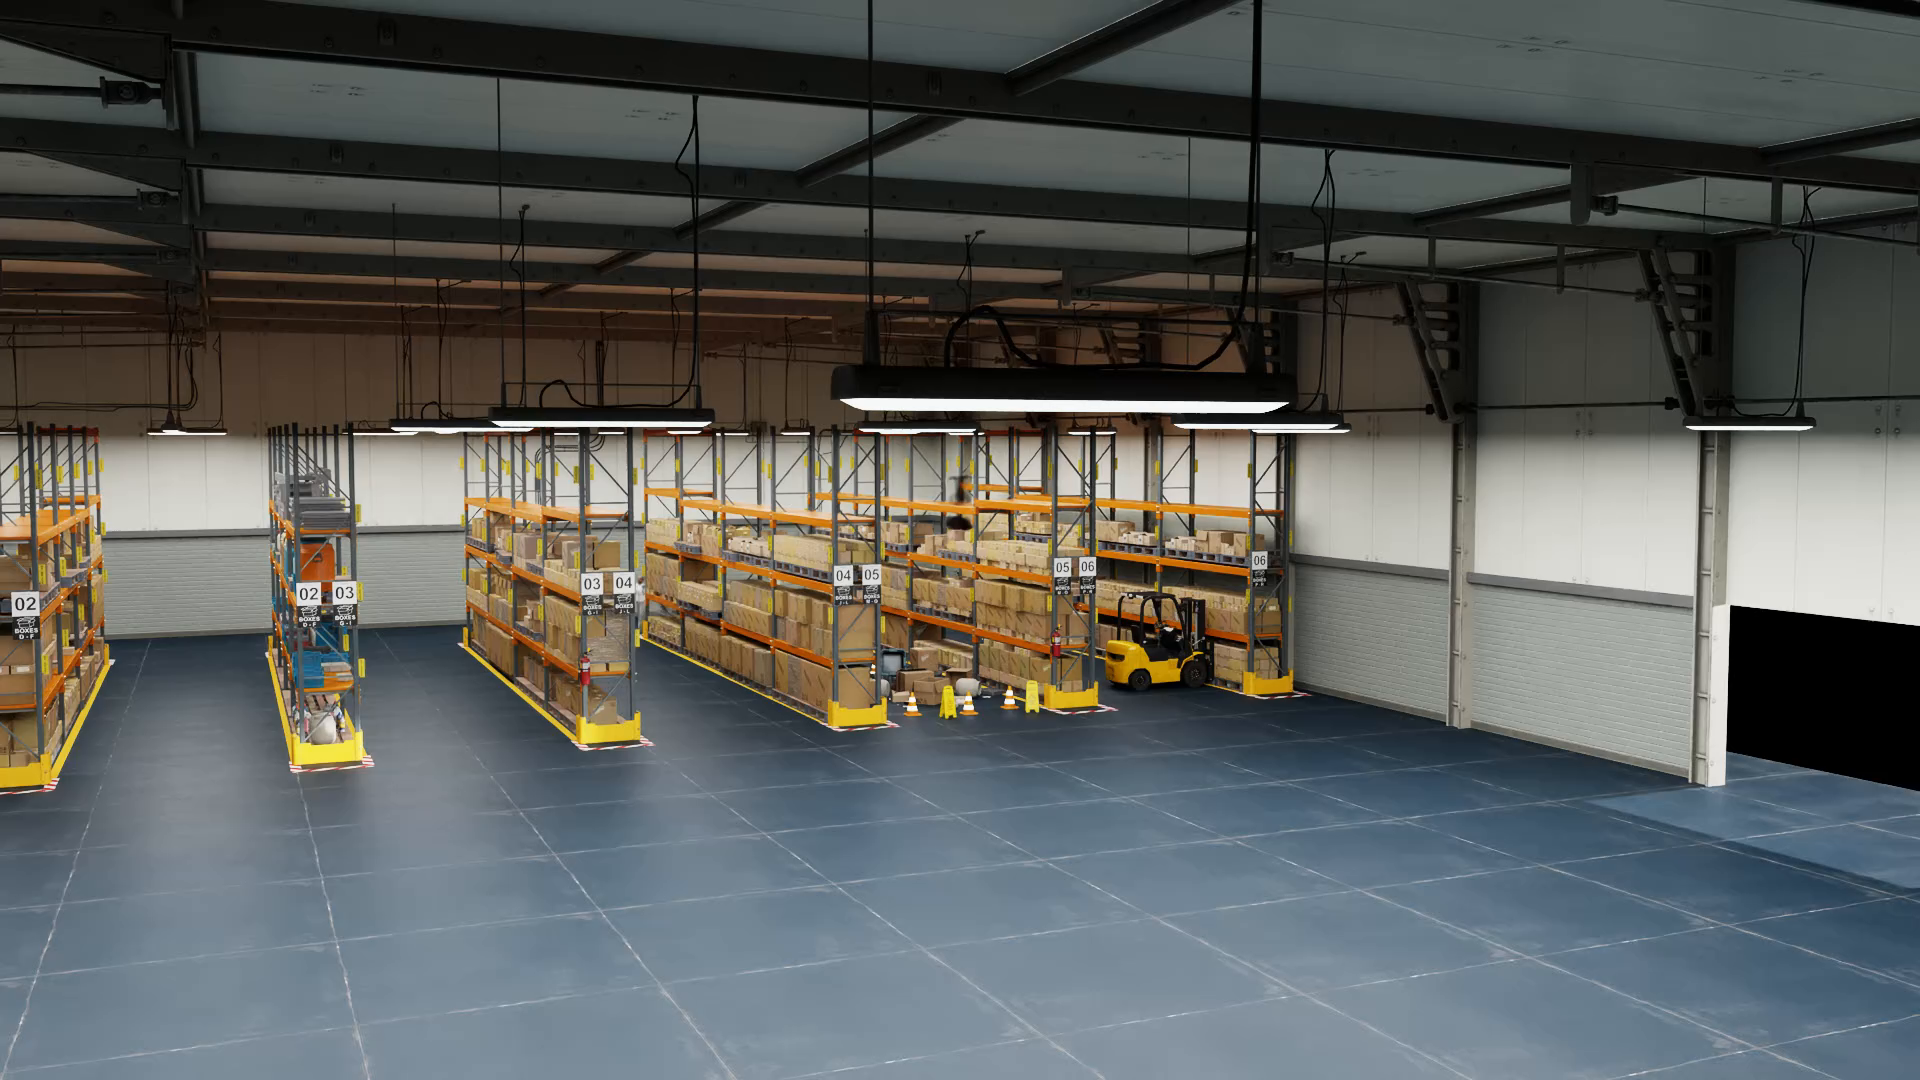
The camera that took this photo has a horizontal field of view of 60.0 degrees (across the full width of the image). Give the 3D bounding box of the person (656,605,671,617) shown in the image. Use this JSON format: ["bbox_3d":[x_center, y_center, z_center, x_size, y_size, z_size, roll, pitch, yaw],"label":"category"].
[{"bbox_3d":[-8.748,1.860,49.380,0.703,1.663,0.616,-2,4,-30],"label":"person"}]

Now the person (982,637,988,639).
[{"bbox_3d":[0.720,2.164,44.744,0.592,1.646,0.633,-2,4,-32],"label":"person"}]

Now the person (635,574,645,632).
[{"bbox_3d":[-9.474,1.863,49.440,0.580,1.706,0.910,1,4,15],"label":"person"}]
